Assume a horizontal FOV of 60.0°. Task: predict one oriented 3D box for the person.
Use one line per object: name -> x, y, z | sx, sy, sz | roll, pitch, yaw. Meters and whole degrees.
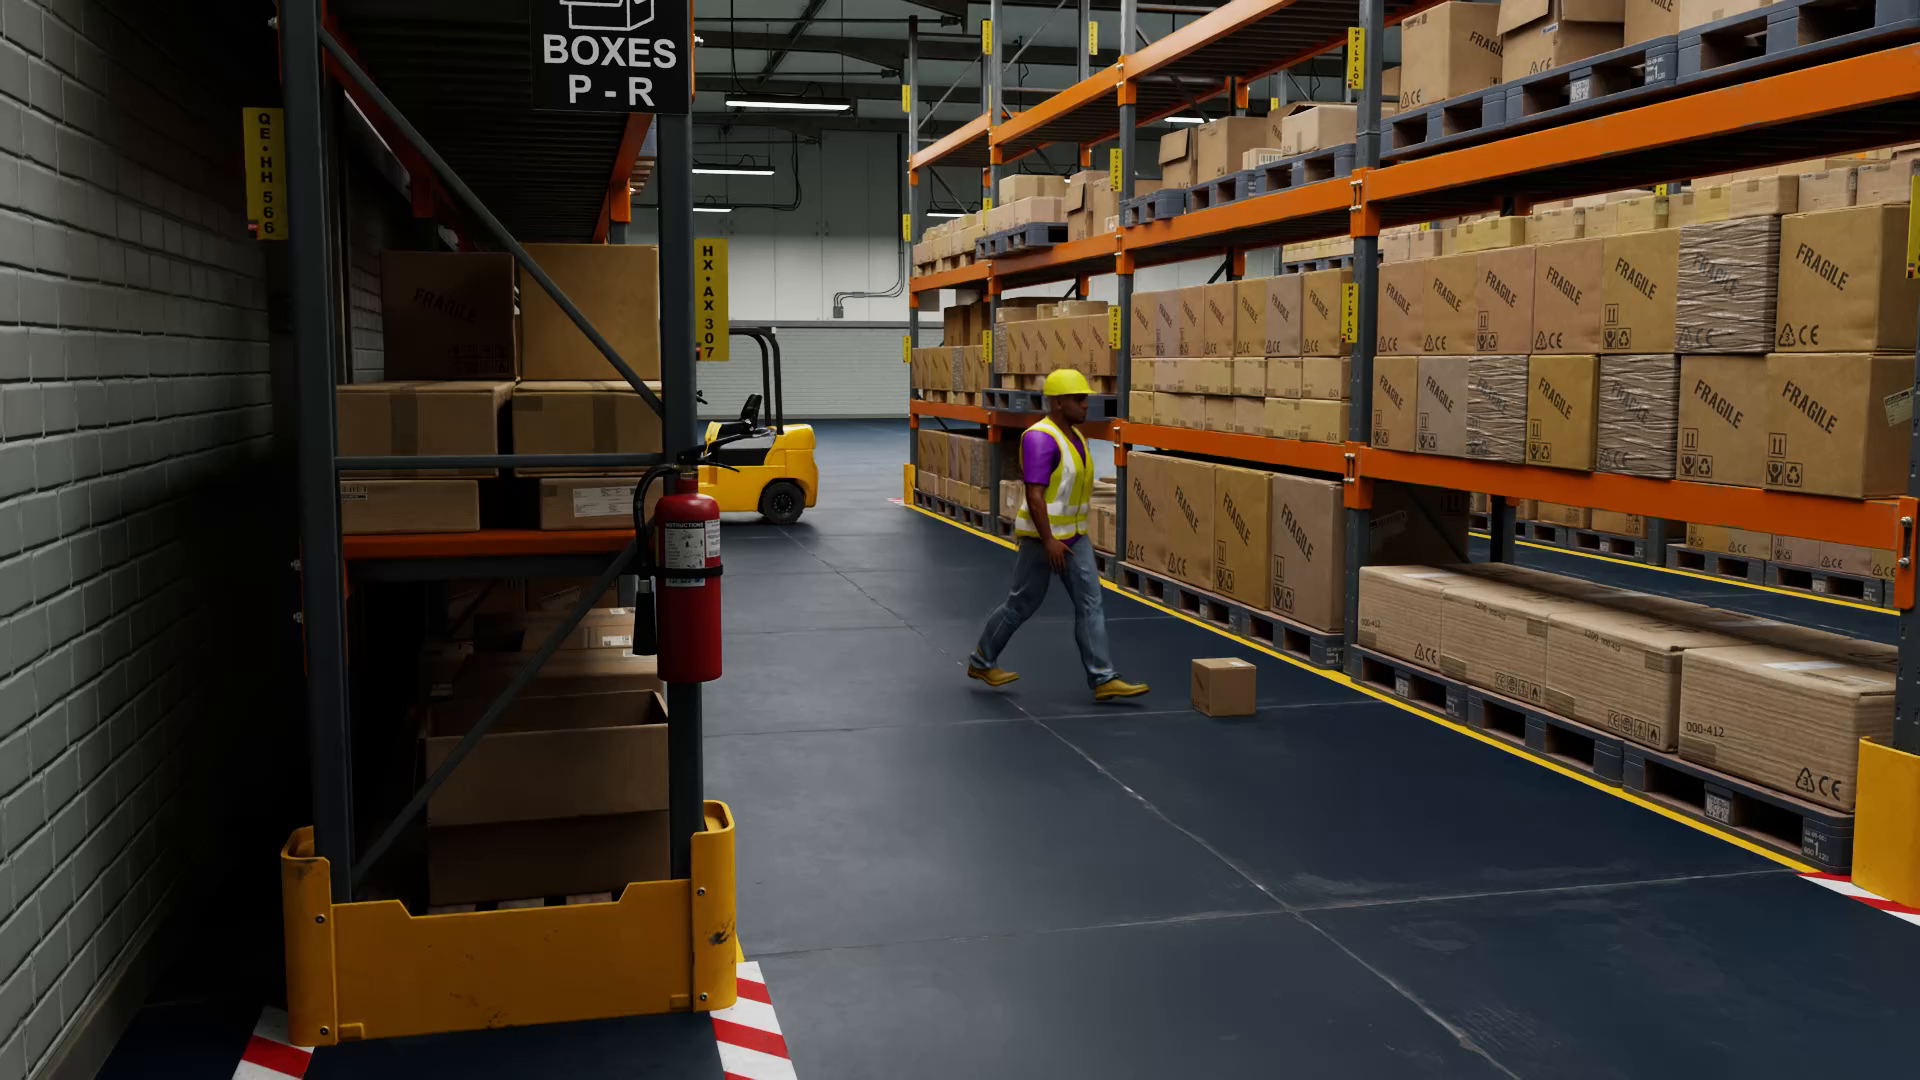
person -> 0.490, -0.023, 8.667 | 1.028, 1.726, 0.555 | 4, 7, 35
